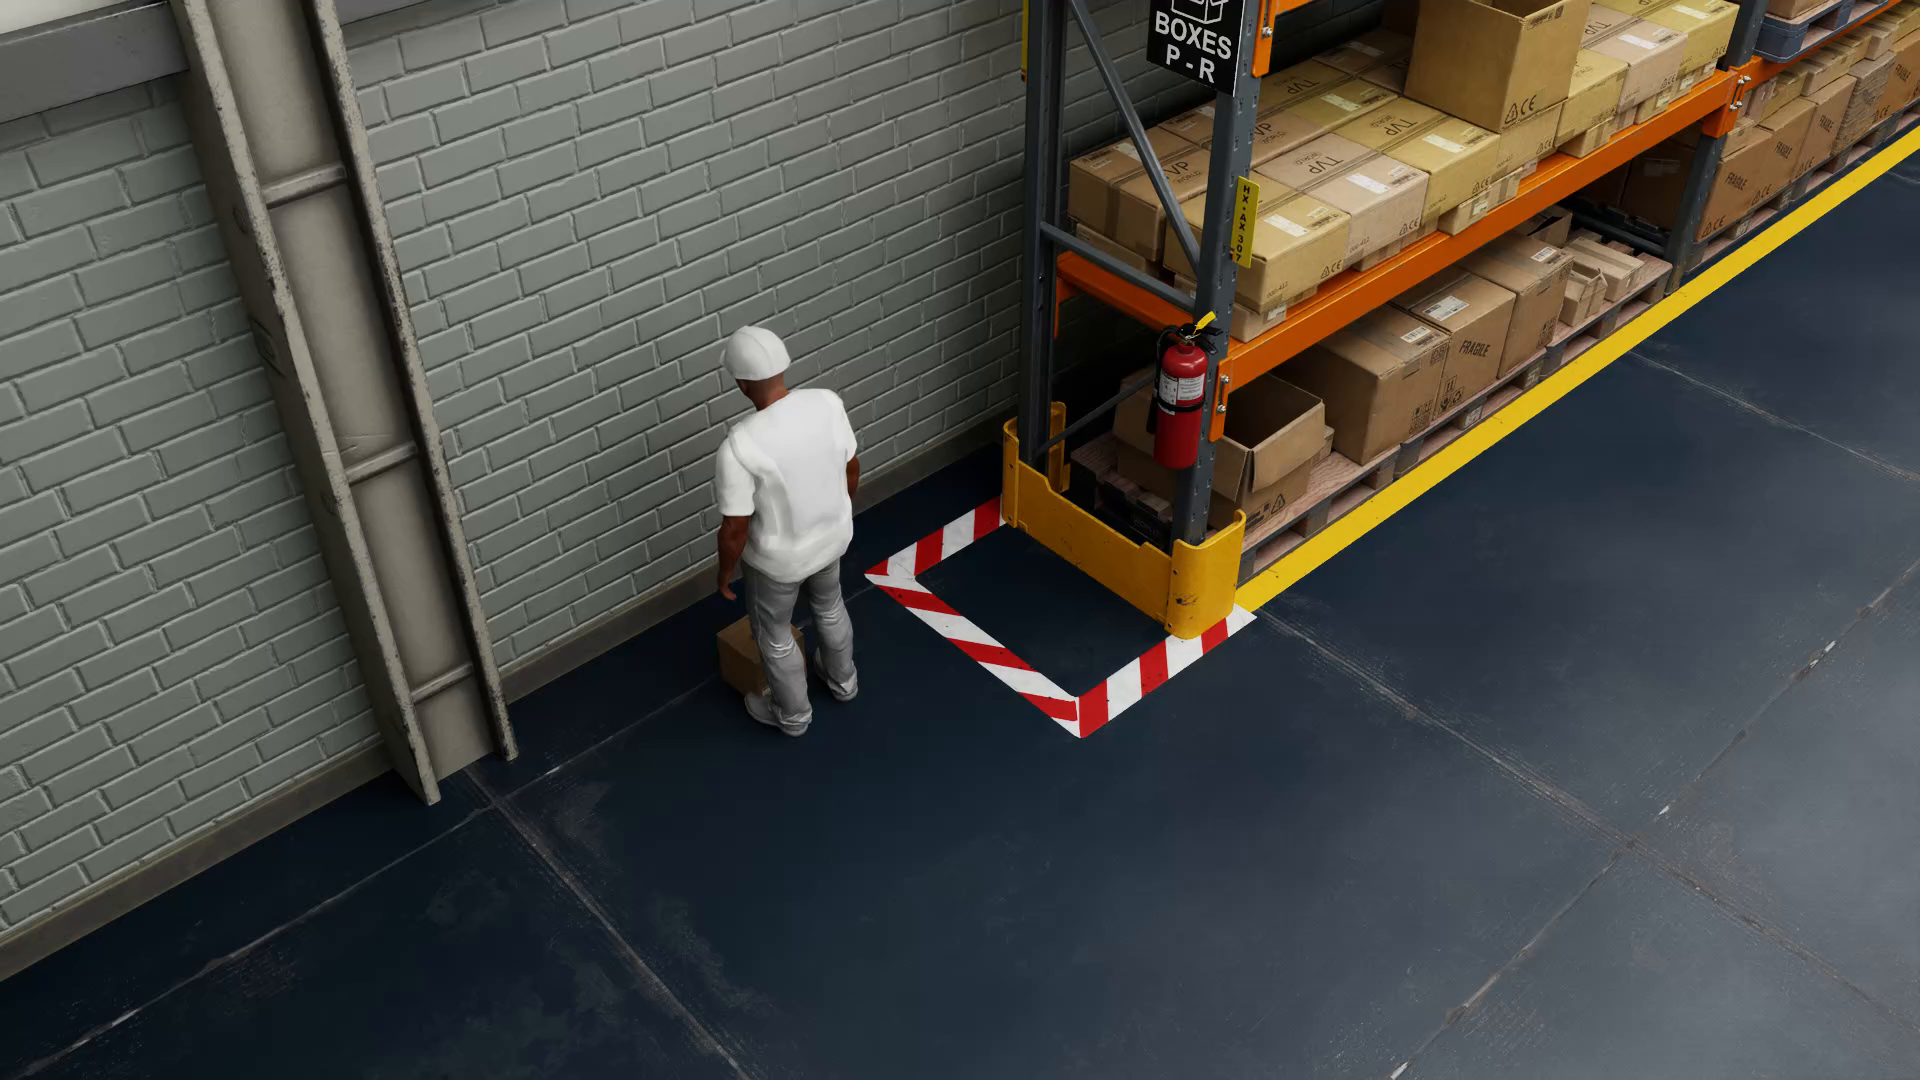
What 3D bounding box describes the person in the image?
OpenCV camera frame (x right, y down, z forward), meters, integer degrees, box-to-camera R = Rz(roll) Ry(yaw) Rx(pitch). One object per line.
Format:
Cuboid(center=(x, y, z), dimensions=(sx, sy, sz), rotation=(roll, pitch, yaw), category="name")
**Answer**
Cuboid(center=(-0.639, -0.012, 6.156), dimensions=(0.626, 1.761, 0.458), rotation=(-30, 48, -31), category="person")
